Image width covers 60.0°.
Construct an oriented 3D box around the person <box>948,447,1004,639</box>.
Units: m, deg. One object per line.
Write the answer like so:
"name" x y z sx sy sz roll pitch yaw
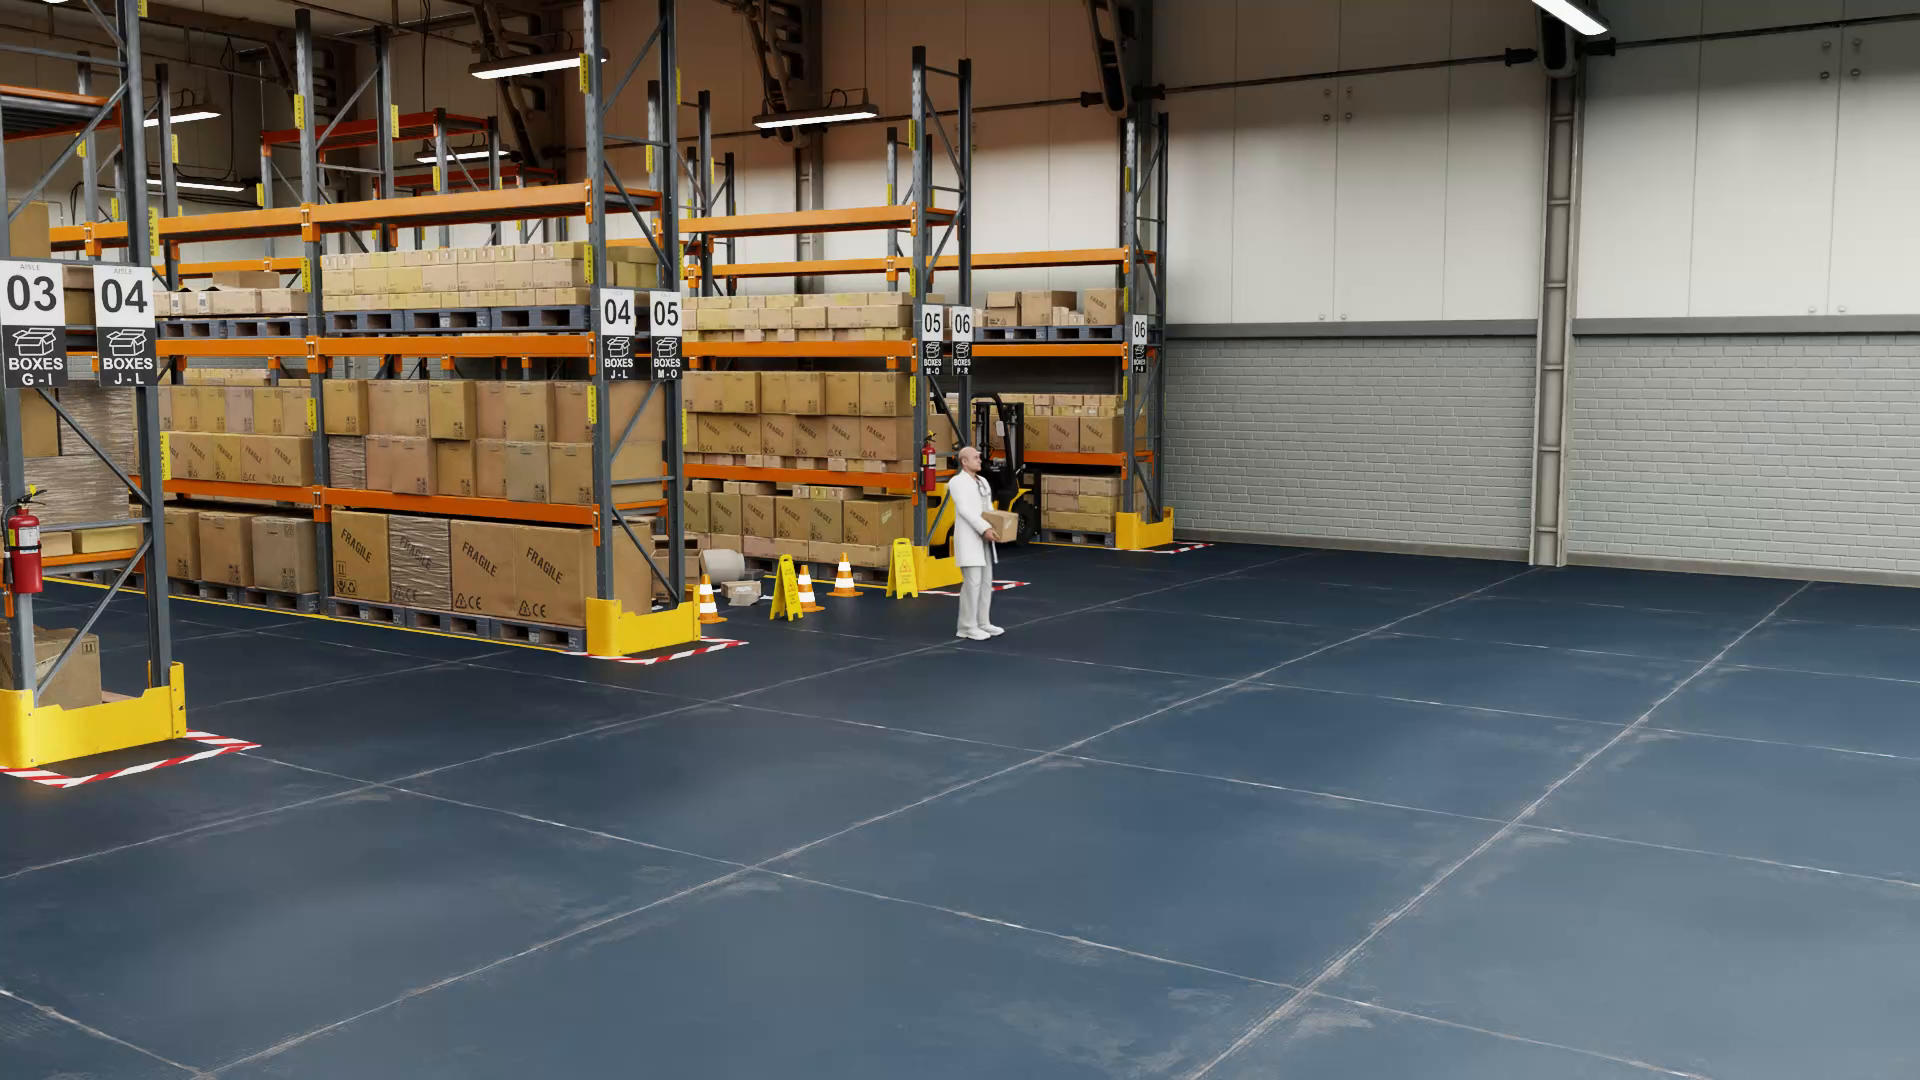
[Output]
"person" 0.211 0.025 15.525 0.554 1.775 0.529 4 7 33
